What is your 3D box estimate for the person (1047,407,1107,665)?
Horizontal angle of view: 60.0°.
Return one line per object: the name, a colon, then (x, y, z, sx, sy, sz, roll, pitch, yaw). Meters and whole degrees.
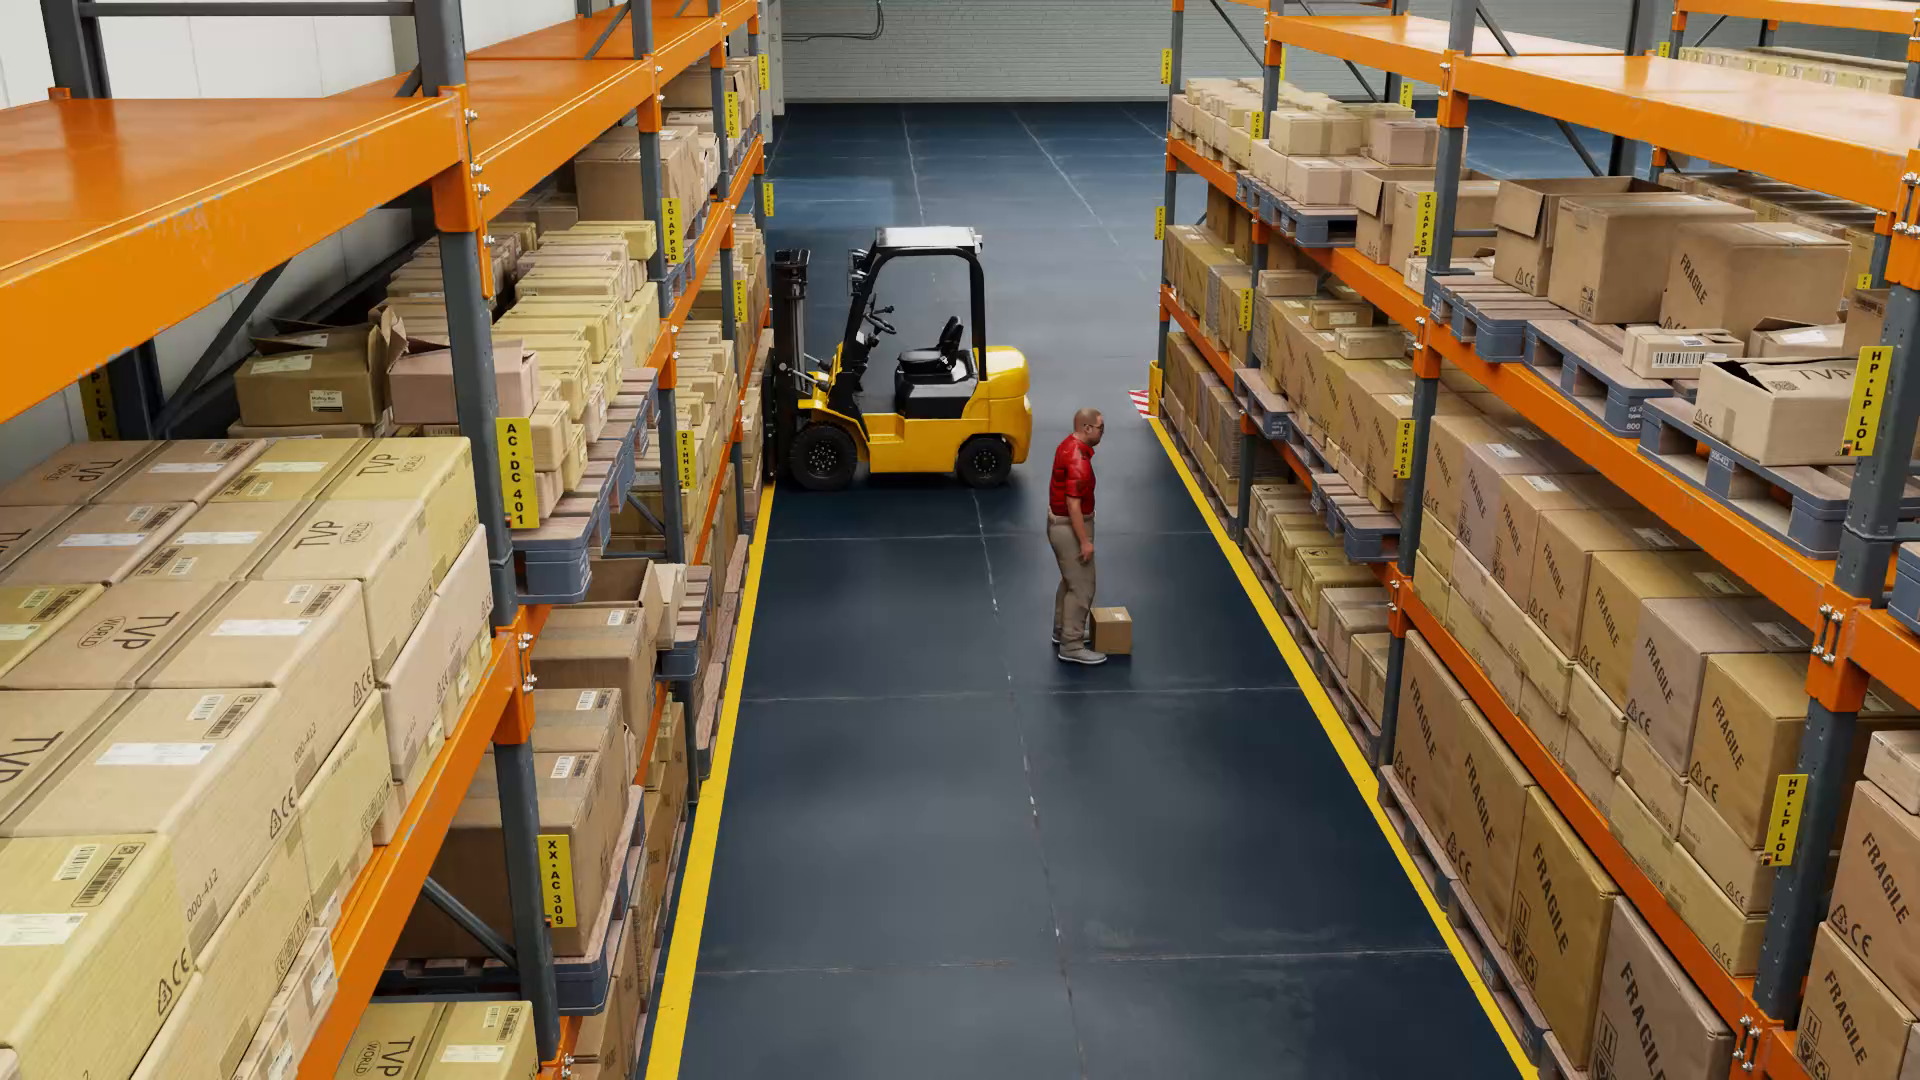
person: (0.791, -0.054, 11.240, 0.394, 1.727, 0.587, -1, 20, -3)
